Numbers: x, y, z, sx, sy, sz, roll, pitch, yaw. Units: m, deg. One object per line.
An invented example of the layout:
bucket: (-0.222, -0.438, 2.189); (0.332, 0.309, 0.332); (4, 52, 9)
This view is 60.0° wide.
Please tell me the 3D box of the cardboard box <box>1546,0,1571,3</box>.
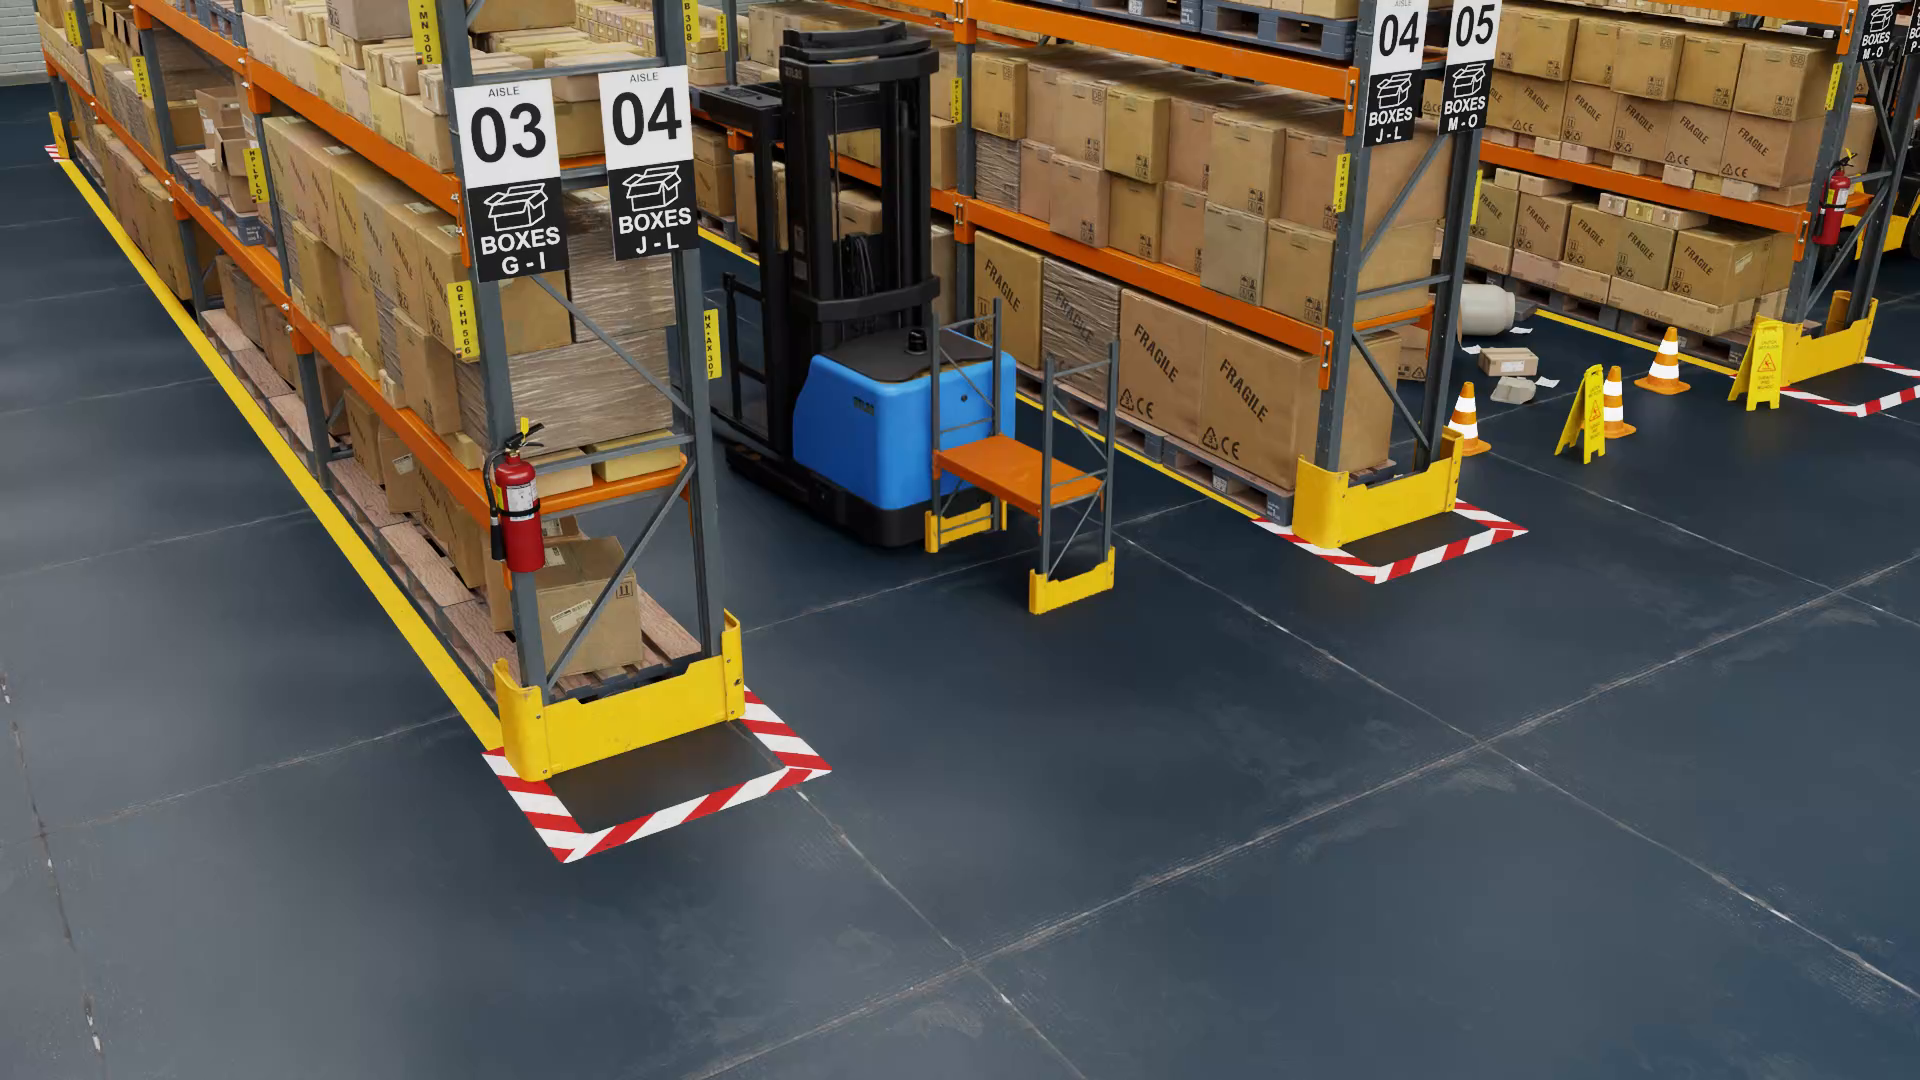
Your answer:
cardboard box: (7.071, -6.277, 19.623); (0.500, 0.250, 0.500); (-16, 30, -31)

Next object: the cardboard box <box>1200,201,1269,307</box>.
cardboard box: (2.050, -1.878, 10.538); (0.875, 0.550, 0.550); (-16, 29, -30)

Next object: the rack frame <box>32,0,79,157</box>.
rack frame: (-10.336, -6.099, 19.656); (1.000, 3.000, 0.127); (-16, 29, -30)

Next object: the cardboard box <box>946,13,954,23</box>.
cardboard box: (0.169, -6.691, 21.086); (0.500, 0.250, 0.500); (-16, 30, -31)

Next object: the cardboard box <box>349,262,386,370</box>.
cardboard box: (-2.753, -1.281, 8.983); (0.875, 0.500, 0.500); (-16, 29, -30)

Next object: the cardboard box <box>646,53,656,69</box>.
cardboard box: (-2.969, -4.870, 16.855); (0.380, 0.149, 0.250); (-17, 30, -32)

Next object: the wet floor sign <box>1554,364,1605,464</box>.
wet floor sign: (4.284, -0.883, 11.364); (0.267, 0.644, 0.232); (-22, 33, -38)

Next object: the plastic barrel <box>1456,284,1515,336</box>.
plastic barrel: (4.305, -1.907, 13.793); (0.512, 0.421, 0.421); (3, 25, 6)

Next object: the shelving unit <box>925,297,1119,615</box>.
shelving unit: (0.339, -0.512, 9.577); (0.587, 1.500, 1.083); (-18, 31, -33)

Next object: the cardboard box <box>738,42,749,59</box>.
cardboard box: (-2.004, -4.885, 16.537); (0.380, 0.149, 0.250); (-14, 29, -27)

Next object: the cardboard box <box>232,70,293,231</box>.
cardboard box: (-4.102, -2.585, 11.018); (1.000, 1.000, 1.000); (-15, 29, -29)

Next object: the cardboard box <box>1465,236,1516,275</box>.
cardboard box: (4.914, -2.601, 14.974); (0.500, 0.250, 0.500); (-14, 29, -27)

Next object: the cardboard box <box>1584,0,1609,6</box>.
cardboard box: (7.370, -6.211, 19.015); (0.380, 0.149, 0.250); (-16, 30, -31)

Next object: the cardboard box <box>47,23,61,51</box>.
cardboard box: (-9.740, -5.566, 18.355); (0.500, 0.250, 0.500); (-17, 30, -31)

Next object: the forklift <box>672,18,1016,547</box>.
forklift: (-0.931, -1.850, 10.735); (1.130, 2.935, 3.031); (-18, 31, -33)

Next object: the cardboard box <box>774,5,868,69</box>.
cardboard box: (-1.244, -4.511, 15.004); (0.700, 0.500, 0.500); (-16, 30, -30)

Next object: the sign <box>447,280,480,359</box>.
sign: (-2.078, -0.921, 6.960); (0.100, 0.325, 0.005); (-16, 29, -30)

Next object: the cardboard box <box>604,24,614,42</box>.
cardboard box: (-3.536, -5.378, 17.582); (0.380, 0.149, 0.250); (-14, 29, -28)

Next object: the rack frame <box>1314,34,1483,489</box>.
rack frame: (2.609, -1.496, 9.906); (1.000, 3.000, 0.127); (-16, 29, -30)

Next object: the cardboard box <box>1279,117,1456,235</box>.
cardboard box: (2.439, -2.194, 9.943); (0.875, 0.550, 0.550); (-16, 29, -30)

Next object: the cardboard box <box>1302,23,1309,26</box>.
cardboard box: (3.525, -4.961, 16.288); (0.500, 0.500, 0.500); (-14, 29, -28)

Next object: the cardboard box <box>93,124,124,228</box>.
cardboard box: (-7.787, -3.673, 16.514); (1.225, 0.875, 0.875); (-15, 29, -29)

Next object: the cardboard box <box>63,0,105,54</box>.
cardboard box: (-8.628, -5.176, 16.650); (0.500, 0.500, 0.500); (-15, 29, -28)

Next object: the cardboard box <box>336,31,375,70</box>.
cardboard box: (-2.719, -2.339, 7.886); (0.380, 0.149, 0.250); (-17, 30, -32)

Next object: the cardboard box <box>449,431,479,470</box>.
cardboard box: (-2.246, -0.484, 8.055); (0.380, 0.149, 0.250); (-16, 29, -30)

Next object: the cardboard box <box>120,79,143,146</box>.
cardboard box: (-7.000, -3.766, 14.598); (0.500, 0.500, 0.500); (-17, 30, -31)

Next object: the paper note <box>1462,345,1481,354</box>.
paper note: (4.179, -1.551, 13.513); (0.148, 0.019, 0.142); (-6, 26, -12)

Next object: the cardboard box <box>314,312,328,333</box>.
cardboard box: (-3.635, -1.371, 9.935); (0.380, 0.149, 0.250); (-16, 29, -30)

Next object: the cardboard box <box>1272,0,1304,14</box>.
cardboard box: (2.007, -3.104, 9.484); (0.380, 0.149, 0.250); (-15, 29, -29)

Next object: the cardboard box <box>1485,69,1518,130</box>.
cardboard box: (4.818, -3.900, 14.532); (0.500, 0.500, 0.500); (-16, 29, -30)

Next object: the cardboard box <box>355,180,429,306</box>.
cardboard box: (-2.658, -1.504, 8.286); (0.500, 0.500, 0.500); (-16, 29, -30)

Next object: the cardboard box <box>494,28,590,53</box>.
cardboard box: (-1.949, -2.289, 7.779); (0.380, 0.149, 0.250); (-14, 29, -28)

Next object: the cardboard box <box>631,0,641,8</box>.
cardboard box: (-3.412, -5.940, 18.424); (0.380, 0.149, 0.250); (-17, 30, -31)

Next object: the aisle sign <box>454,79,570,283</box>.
aisle sign: (-1.819, -1.460, 6.784); (0.394, 0.787, 0.004); (-16, 29, -30)

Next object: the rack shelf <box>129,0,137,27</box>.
rack shelf: (-7.061, -4.984, 14.623); (1.077, 0.370, 4.000); (-16, 29, -30)

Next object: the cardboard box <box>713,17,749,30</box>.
cardboard box: (-2.271, -5.192, 16.841); (0.380, 0.149, 0.250); (-17, 30, -32)

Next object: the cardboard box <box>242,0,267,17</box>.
cardboard box: (-3.866, -3.088, 9.472); (0.380, 0.149, 0.250); (-16, 30, -31)

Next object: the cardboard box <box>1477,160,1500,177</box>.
cardboard box: (4.631, -3.363, 14.951); (0.380, 0.149, 0.250); (-15, 29, -29)

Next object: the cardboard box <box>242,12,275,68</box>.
cardboard box: (-3.754, -2.875, 9.489); (0.500, 0.250, 0.500); (-17, 30, -32)

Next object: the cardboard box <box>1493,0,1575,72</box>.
cardboard box: (4.837, -4.353, 14.320); (0.700, 0.500, 0.500); (-15, 29, -29)

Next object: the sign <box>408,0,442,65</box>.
sign: (-2.078, -2.011, 6.445); (0.100, 0.325, 0.005); (-16, 29, -30)

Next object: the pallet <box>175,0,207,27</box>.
pallet: (-4.602, -3.694, 11.269); (1.213, 0.211, 1.003); (-16, 29, -30)

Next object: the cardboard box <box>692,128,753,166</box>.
cardboard box: (-2.351, -3.940, 16.640); (0.500, 0.250, 0.500); (-16, 30, -31)

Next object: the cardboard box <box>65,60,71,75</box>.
cardboard box: (-9.295, -5.047, 17.722); (0.380, 0.149, 0.250); (-16, 30, -30)

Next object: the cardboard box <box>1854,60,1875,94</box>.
cardboard box: (9.273, -4.737, 16.654); (0.500, 0.500, 0.500); (-16, 30, -30)

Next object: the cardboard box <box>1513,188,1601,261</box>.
cardboard box: (5.197, -2.754, 14.420); (0.500, 0.500, 0.500); (-14, 29, -27)

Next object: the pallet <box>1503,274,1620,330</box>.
pallet: (5.584, -2.187, 14.635); (1.003, 0.211, 1.213); (-16, 29, -30)

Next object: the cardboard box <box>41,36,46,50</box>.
cardboard box: (-10.419, -5.782, 19.278); (0.380, 0.149, 0.250); (-15, 29, -29)

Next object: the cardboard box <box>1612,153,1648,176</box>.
cardboard box: (5.561, -3.097, 13.592); (0.380, 0.149, 0.250); (-16, 30, -30)

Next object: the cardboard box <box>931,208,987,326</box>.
cardboard box: (0.011, -2.300, 13.753); (1.050, 0.750, 0.750); (-16, 29, -30)

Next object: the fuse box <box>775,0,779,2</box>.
fuse box: (-3.291, -10.275, 30.011); (0.539, 1.711, 0.414); (-16, 29, -30)

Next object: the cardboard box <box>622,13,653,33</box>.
cardboard box: (-3.255, -5.328, 17.127); (0.380, 0.149, 0.250); (-15, 29, -28)

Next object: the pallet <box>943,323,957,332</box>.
pallet: (-0.059, -1.924, 14.079); (1.003, 0.211, 1.213); (-16, 29, -30)

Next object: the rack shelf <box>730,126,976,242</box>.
rack shelf: (-0.666, -3.317, 14.605); (1.077, 0.370, 4.000); (-16, 29, -30)

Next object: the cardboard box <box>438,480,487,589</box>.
cardboard box: (-2.610, -0.097, 9.379); (0.500, 0.500, 0.500); (-13, 28, -25)
